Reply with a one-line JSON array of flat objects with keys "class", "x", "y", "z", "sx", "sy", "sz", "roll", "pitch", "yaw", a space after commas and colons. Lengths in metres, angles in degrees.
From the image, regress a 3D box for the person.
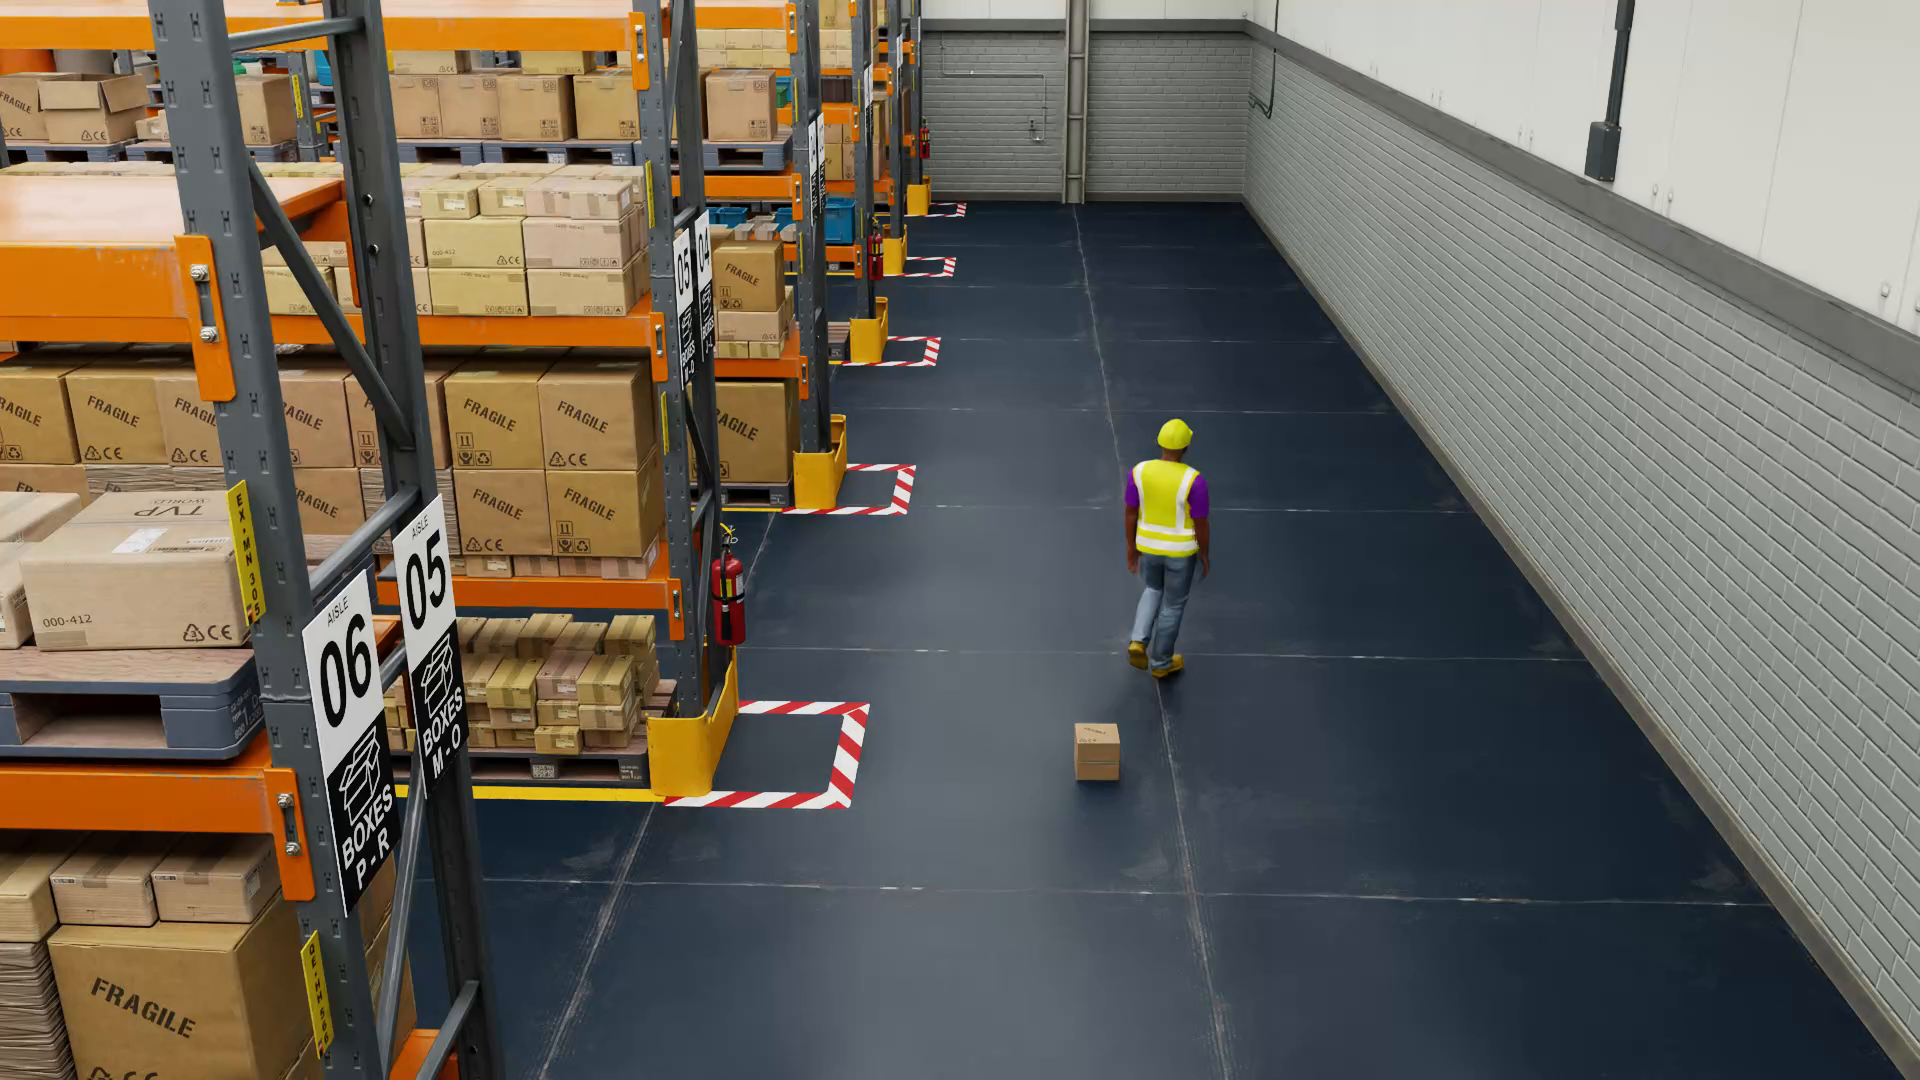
[{"class": "person", "x": 1.352, "y": 0.059, "z": 10.823, "sx": 0.563, "sy": 1.762, "sz": 0.474, "roll": 13, "pitch": 24, "yaw": 31}]
